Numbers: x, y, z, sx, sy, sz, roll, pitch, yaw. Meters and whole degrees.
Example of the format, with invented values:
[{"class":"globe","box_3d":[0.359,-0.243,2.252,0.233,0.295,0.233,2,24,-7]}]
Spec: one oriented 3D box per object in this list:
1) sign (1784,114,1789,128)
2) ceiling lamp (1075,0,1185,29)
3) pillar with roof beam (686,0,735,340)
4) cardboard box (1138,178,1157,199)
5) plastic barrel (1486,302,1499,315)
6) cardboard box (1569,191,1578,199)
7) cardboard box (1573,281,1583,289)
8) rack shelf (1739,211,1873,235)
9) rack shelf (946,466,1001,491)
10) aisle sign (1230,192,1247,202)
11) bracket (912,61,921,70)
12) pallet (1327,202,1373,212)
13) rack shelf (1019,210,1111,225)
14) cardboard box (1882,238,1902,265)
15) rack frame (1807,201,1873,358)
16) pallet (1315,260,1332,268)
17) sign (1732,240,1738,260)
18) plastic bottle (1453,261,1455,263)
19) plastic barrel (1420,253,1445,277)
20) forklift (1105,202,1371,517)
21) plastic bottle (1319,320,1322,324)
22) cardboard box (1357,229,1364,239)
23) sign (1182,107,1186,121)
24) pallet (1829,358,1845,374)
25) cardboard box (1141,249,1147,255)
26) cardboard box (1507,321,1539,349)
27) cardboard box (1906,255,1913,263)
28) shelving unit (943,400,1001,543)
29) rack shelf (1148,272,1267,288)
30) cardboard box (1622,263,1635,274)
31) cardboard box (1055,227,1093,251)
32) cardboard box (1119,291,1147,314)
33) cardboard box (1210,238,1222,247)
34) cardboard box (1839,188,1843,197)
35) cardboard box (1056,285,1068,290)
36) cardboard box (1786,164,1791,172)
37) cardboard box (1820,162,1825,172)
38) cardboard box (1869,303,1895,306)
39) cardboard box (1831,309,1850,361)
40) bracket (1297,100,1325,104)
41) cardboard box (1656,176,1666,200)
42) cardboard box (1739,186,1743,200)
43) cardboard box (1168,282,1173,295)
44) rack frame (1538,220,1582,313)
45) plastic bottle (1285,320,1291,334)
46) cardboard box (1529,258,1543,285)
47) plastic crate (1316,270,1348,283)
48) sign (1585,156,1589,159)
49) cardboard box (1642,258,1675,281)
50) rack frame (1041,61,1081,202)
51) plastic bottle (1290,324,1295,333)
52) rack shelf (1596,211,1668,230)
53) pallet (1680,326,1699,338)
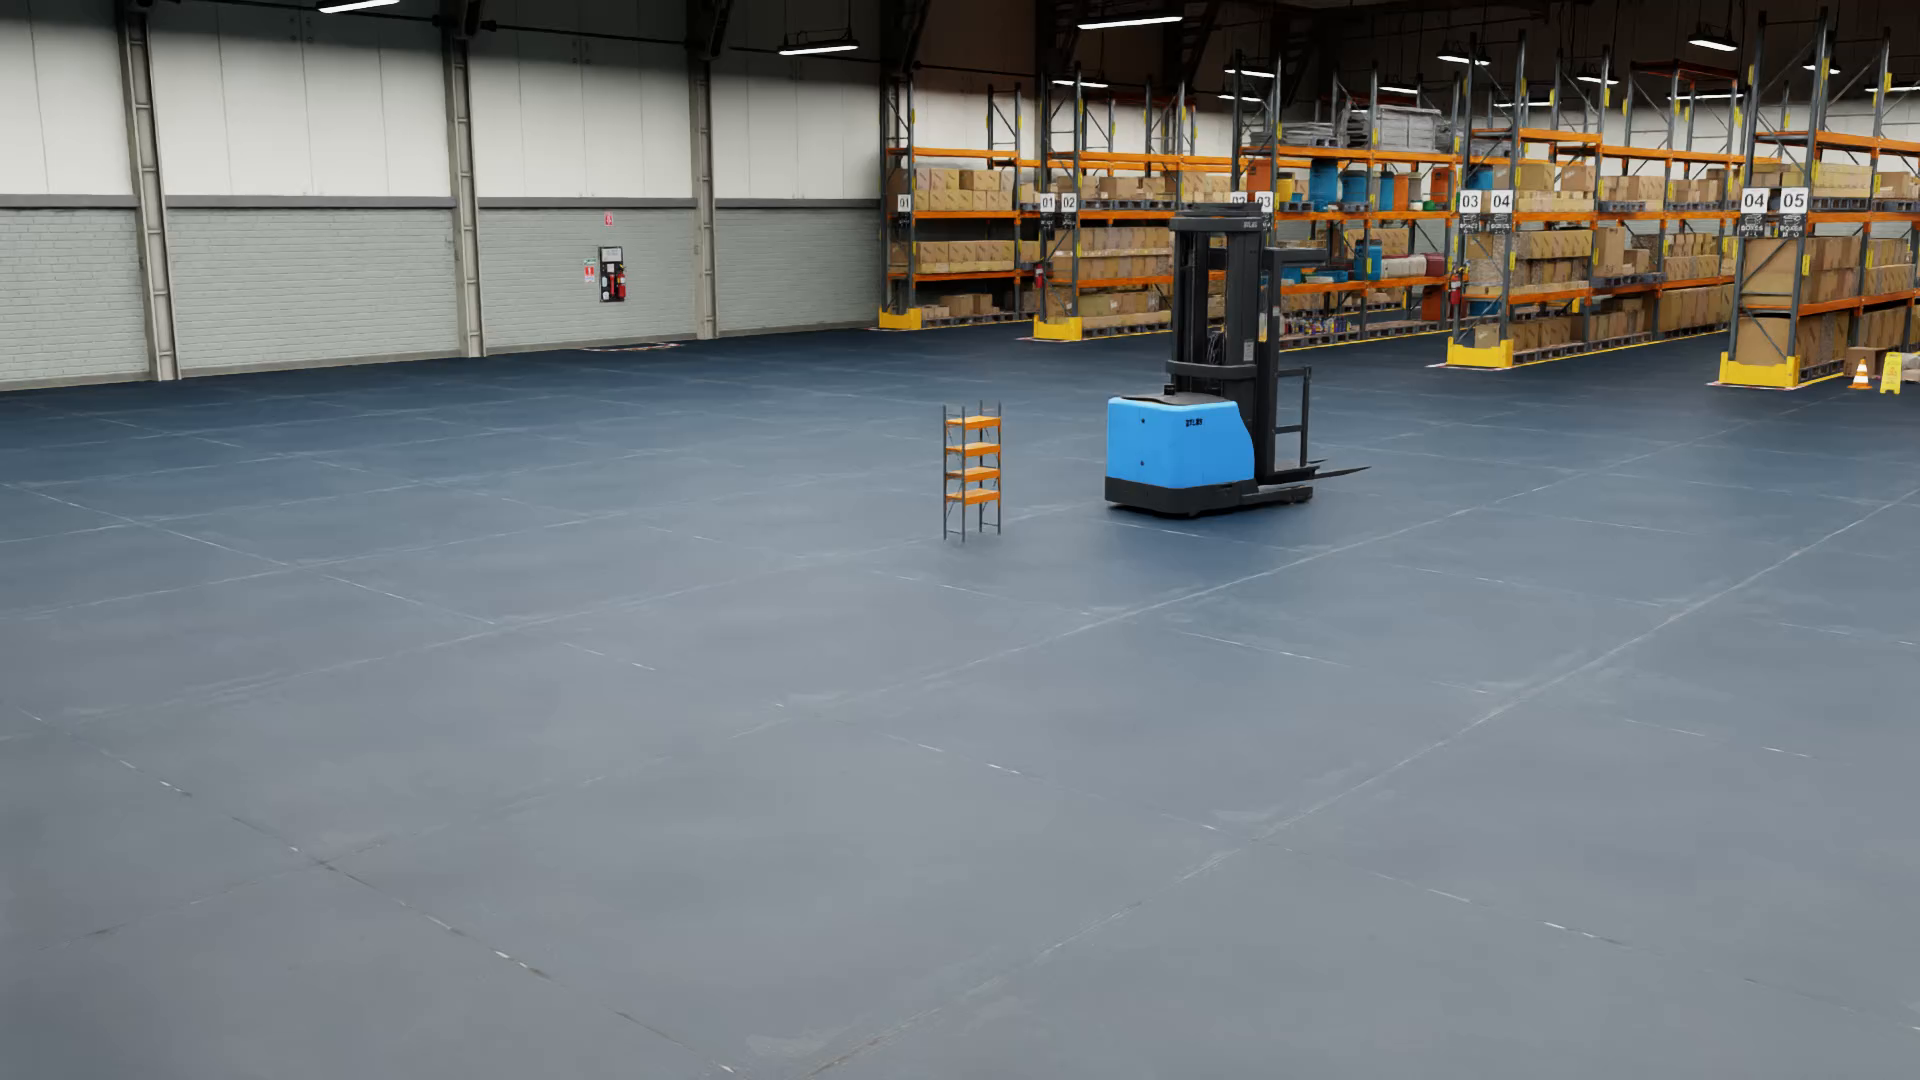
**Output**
[{"class":"sign","box_3d":[20.610,-10.447,41.455,0.100,0.325,0.005,10,15,40]},{"class":"ceiling lamp","box_3d":[2.604,-9.977,26.784,2.000,3.185,0.800,10,15,40]},{"class":"pillar with roof beam","box_3d":[-2.427,-8.365,33.619,9.100,9.000,0.548,10,15,40]},{"class":"cardboard box","box_3d":[4.321,-8.351,39.521,0.500,0.500,0.500,-11,15,-43]},{"class":"plastic barrel","box_3d":[13.479,-6.232,42.538,0.600,0.901,0.708,10,15,40]},{"class":"cardboard box","box_3d":[11.784,-6.703,32.321,0.380,0.149,0.250,9,15,39]},{"class":"cardboard box","box_3d":[12.197,-5.087,33.162,0.380,0.149,0.250,10,15,40]},{"class":"rack shelf","box_3d":[14.629,-5.483,28.683,1.077,0.370,4.000,10,15,40]},{"class":"rack shelf","box_3d":[0.109,-0.547,14.729,0.258,0.148,0.480,10,15,40]},{"class":"aisle sign","box_3d":[5.659,-6.670,33.809,0.394,0.787,0.004,10,15,40]},{"class":"bracket","box_3d":[-1.160,-11.585,40.549,0.235,0.232,0.430,10,15,40]},{"class":"pallet","box_3d":[8.167,-7.215,36.001,1.213,0.211,1.003,10,15,40]},{"class":"rack shelf","box_3d":[2.448,-8.649,44.534,1.077,0.370,4.000,10,15,40]},{"class":"cardboard box","box_3d":[17.953,-5.648,32.520,0.700,0.500,0.500,9,15,40]},{"class":"rack frame","box_3d":[15.949,-4.659,30.379,1.000,3.000,0.127,10,15,40]},{"class":"pallet","box_3d":[9.523,-7.576,45.474,1.003,0.211,1.213,10,15,40]},{"class":"sign","box_3d":[12.910,-4.827,27.658,0.100,0.325,0.005,10,15,40]},{"class":"plastic bottle","box_3d":[12.397,-6.867,41.761,0.097,0.271,0.097,0,11,0]},{"class":"plastic barrel","box_3d":[11.131,-6.503,39.266,0.600,0.536,0.708,10,15,40]},{"class":"forklift","box_3d":[2.905,-1.864,16.560,3.031,2.935,1.130,-8,14,-36]},{"class":"plastic bottle","box_3d":[7.830,-4.622,36.005,0.061,0.283,0.133,10,15,40]},{"class":"cardboard box","box_3d":[10.995,-8.422,46.410,0.500,0.500,0.500,9,15,39]},{"class":"sign","box_3d":[5.252,-9.999,39.008,0.100,0.325,0.005,10,15,40]},{"class":"pallet","box_3d":[15.388,-3.190,30.143,1.003,0.211,1.213,10,15,40]},{"class":"cardboard box","box_3d":[4.160,-6.746,38.919,0.380,0.149,0.250,10,15,40]},{"class":"cardboard box","box_3d":[10.871,-3.979,32.282,0.500,0.500,0.500,-10,15,-42]},{"class":"cardboard box","box_3d":[19.043,-5.666,33.469,0.380,0.149,0.250,10,15,40]},{"class":"shelving unit","box_3d":[0.109,-0.613,14.716,0.258,1.200,0.503,10,15,40]},{"class":"rack shelf","box_3d":[6.171,-6.538,41.623,1.077,0.370,4.000,10,15,40]},{"class":"cardboard box","box_3d":[14.033,-5.763,35.180,0.396,0.266,0.258,9,15,39]},{"class":"cardboard box","box_3d":[2.564,-6.768,37.371,0.700,0.500,0.500,10,15,41]},{"class":"cardboard box","box_3d":[4.043,-5.579,39.020,0.500,0.500,0.500,10,15,40]},{"class":"cardboard box","box_3d":[7.265,-8.745,50.070,0.980,0.700,0.700,9,15,39]},{"class":"cardboard box","box_3d":[14.776,-5.905,28.275,0.380,0.149,0.250,10,15,41]},{"class":"cardboard box","box_3d":[2.573,-6.918,45.033,0.500,0.250,0.500,10,15,40]},{"class":"cardboard box","box_3d":[13.781,-6.270,28.066,0.380,0.149,0.250,10,15,41]},{"class":"cardboard box","box_3d":[13.934,-6.109,27.258,0.380,0.149,0.250,10,15,41]},{"class":"cardboard box","box_3d":[18.844,-4.730,34.130,0.500,0.250,0.500,9,15,39]},{"class":"cardboard box","box_3d":[15.481,-3.740,30.128,0.875,0.875,0.875,10,15,41]},{"class":"bracket","box_3d":[11.897,-14.495,55.118,0.076,0.066,3.189,10,15,40]},{"class":"cardboard box","box_3d":[14.803,-7.566,35.745,0.500,0.500,0.500,10,15,42]},{"class":"cardboard box","box_3d":[18.852,-8.527,40.505,0.700,0.500,0.500,11,15,43]},{"class":"cardboard box","box_3d":[6.077,-7.453,48.783,0.750,0.750,0.750,10,15,41]},{"class":"rack frame","box_3d":[16.491,-7.721,45.710,1.000,3.000,0.127,10,15,40]},{"class":"plastic bottle","box_3d":[7.079,-4.597,35.883,0.061,0.283,0.133,10,15,40]},{"class":"cardboard box","box_3d":[10.636,-5.156,31.853,0.875,0.500,0.500,10,15,40]},{"class":"plastic crate","box_3d":[8.043,-5.685,35.894,0.499,0.251,0.616,10,15,40]},{"class":"sign","box_3d":[16.915,-10.436,44.810,0.100,0.325,0.005,10,15,40]},{"class":"cardboard box","box_3d":[15.456,-5.989,36.783,0.500,0.500,0.500,10,15,42]},{"class":"rack frame","box_3d":[2.211,-8.950,36.546,1.000,3.000,0.127,10,15,40]},{"class":"plastic bottle","box_3d":[7.197,-4.578,35.995,0.097,0.201,0.097,0,11,0]},{"class":"rack shelf","box_3d":[13.610,-6.728,34.914,1.077,0.370,4.000,10,15,40]},{"class":"pallet","box_3d":[16.313,-4.821,38.311,1.003,0.211,1.213,10,15,40]}]
